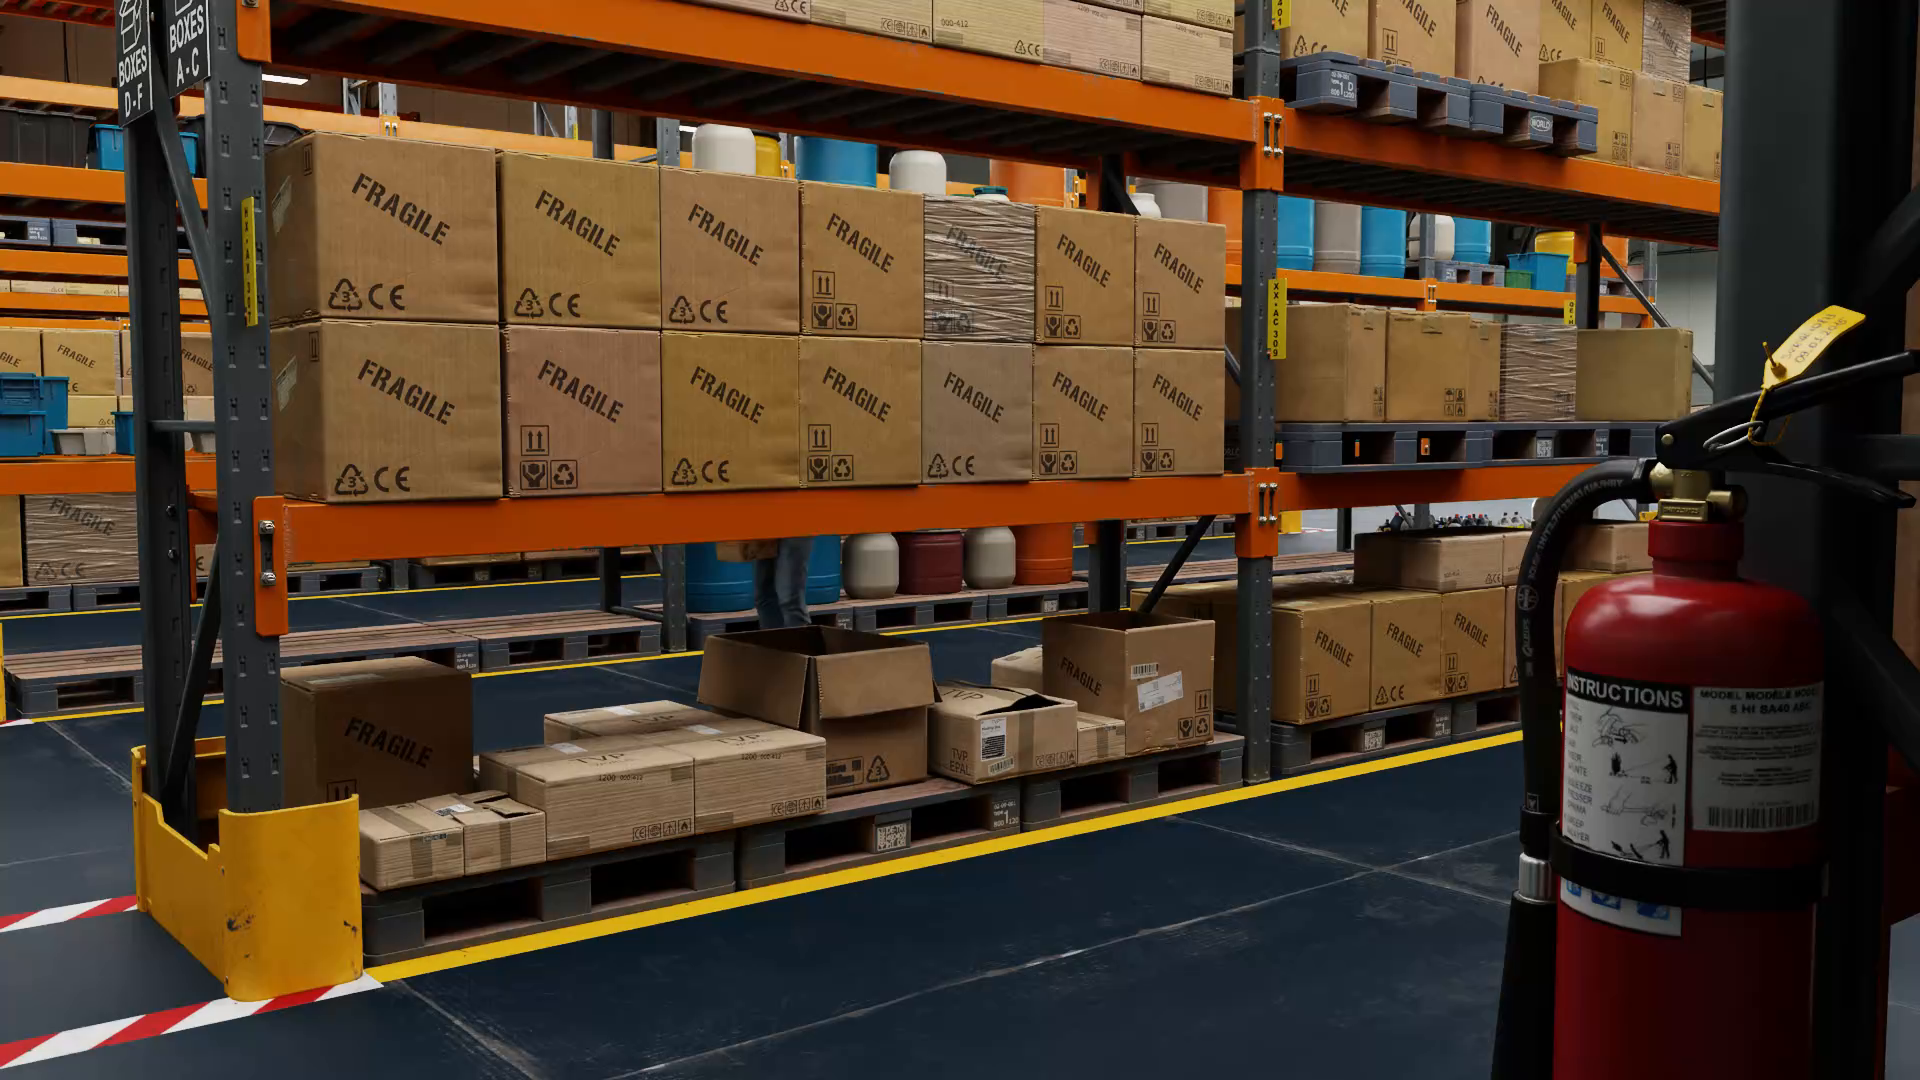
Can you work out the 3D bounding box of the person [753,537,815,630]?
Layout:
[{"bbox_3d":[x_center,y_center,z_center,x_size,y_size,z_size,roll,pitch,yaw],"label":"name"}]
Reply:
[{"bbox_3d":[-10.717,-4.160,15.982,6.709,9.002,23.367,-4,6,-40],"label":"person"}]
